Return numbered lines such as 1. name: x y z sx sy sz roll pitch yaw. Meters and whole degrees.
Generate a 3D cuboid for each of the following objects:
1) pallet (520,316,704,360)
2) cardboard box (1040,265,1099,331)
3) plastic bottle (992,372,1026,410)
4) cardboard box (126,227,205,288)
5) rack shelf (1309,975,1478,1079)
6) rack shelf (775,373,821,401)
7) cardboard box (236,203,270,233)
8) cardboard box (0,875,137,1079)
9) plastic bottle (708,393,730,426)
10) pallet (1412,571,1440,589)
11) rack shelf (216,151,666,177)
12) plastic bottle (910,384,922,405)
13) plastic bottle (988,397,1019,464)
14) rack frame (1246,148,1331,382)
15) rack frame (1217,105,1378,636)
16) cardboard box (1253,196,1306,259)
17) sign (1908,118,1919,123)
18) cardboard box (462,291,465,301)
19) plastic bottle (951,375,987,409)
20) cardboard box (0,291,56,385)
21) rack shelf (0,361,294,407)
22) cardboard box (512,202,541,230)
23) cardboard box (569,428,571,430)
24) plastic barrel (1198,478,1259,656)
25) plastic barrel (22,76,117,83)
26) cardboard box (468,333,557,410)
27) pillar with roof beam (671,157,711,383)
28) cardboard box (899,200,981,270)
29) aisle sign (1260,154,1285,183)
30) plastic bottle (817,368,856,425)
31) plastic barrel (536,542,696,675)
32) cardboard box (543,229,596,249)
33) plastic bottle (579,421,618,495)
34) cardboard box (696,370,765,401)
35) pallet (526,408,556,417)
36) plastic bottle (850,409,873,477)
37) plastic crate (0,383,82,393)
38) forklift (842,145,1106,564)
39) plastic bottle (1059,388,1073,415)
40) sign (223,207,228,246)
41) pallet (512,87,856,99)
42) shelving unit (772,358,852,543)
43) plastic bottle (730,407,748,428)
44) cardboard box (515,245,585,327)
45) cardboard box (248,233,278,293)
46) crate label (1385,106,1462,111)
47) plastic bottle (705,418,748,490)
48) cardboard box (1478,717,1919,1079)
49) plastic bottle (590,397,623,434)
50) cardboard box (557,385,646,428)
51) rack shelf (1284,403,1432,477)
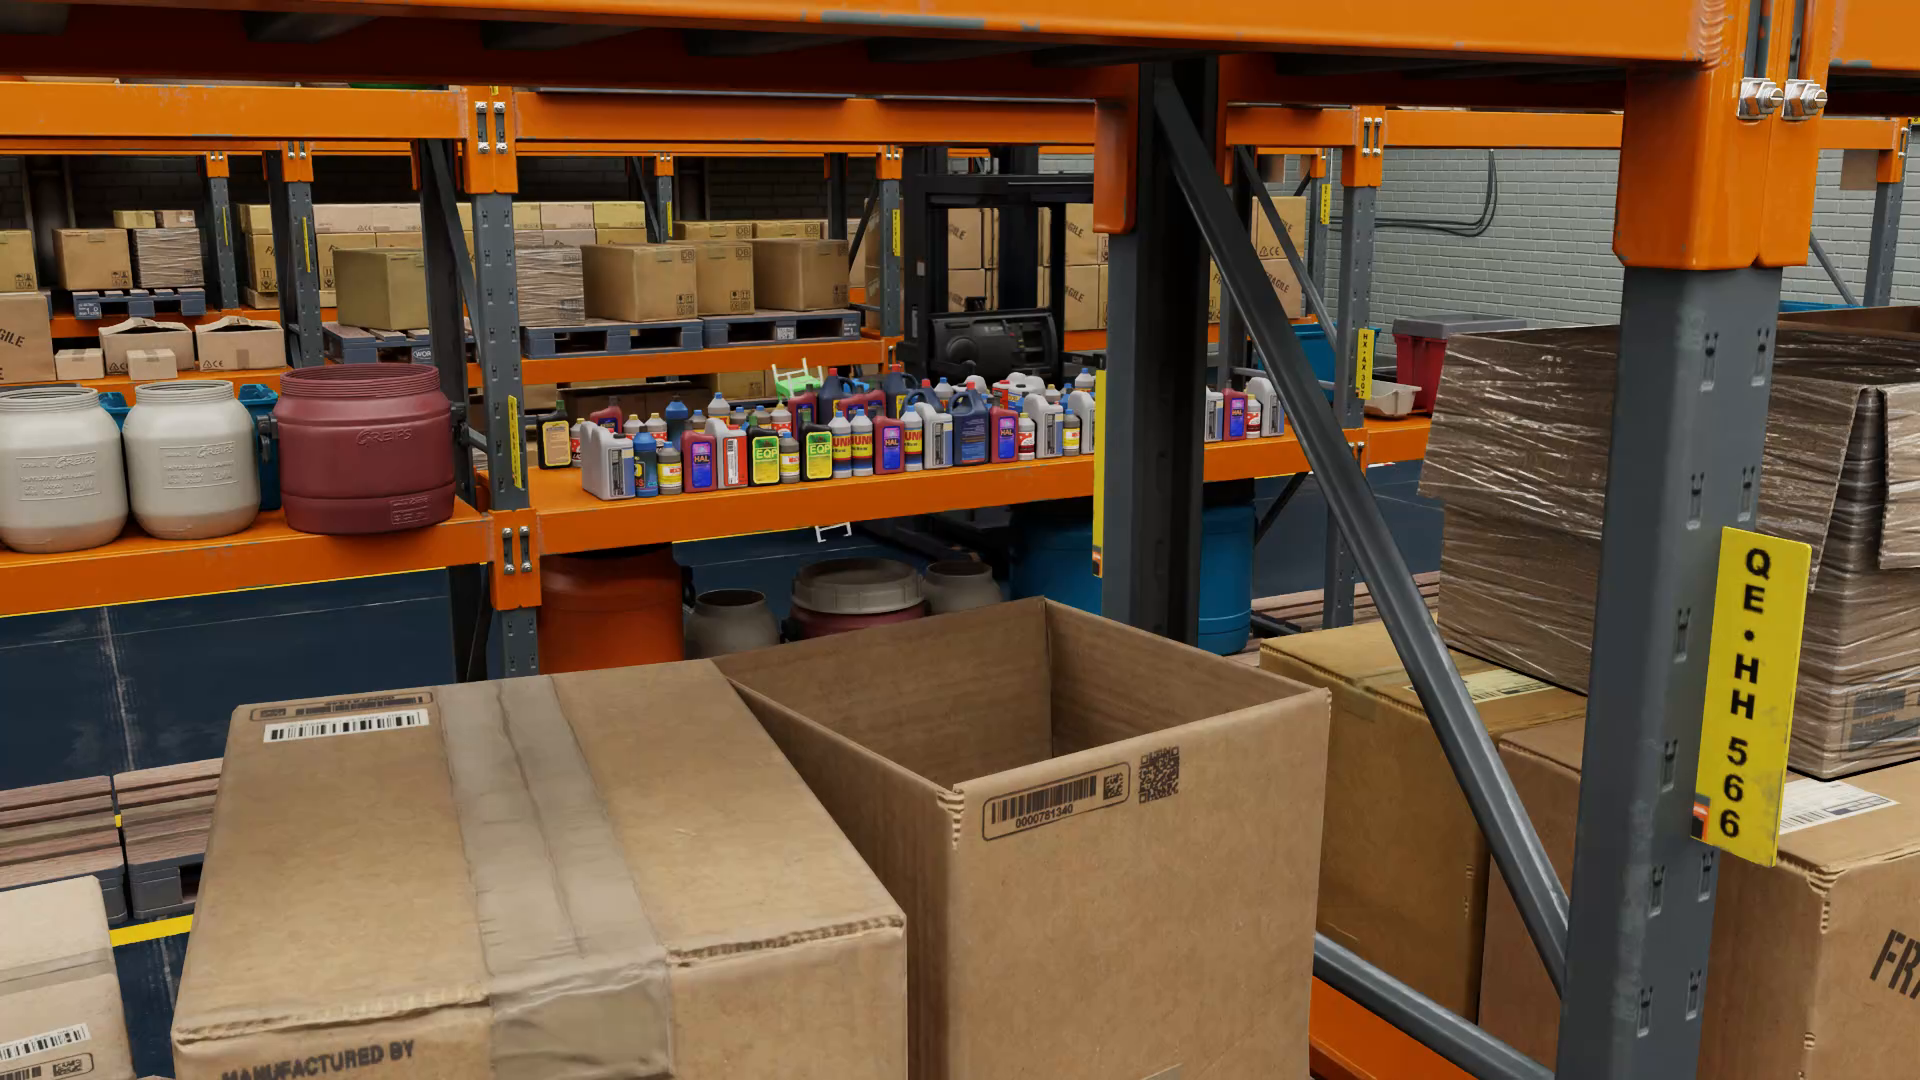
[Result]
1. pallet: -2.534 -1.445 11.634 1.213 0.211 1.003 -7 14 -28
2. cardboard box: 0.738 -1.910 13.037 0.500 0.500 0.500 -7 14 -28
3. plastic bottle: 0.241 -0.665 8.017 0.135 0.276 0.152 -7 14 -28
4. cardboard box: -7.023 -2.499 14.652 0.500 0.500 0.700 -9 15 -34
5. rack shelf: 2.260 0.717 3.229 4.000 0.370 1.077 -7 14 -28
6. rack shelf: -1.101 -1.028 11.505 0.258 0.148 0.480 -13 16 -15
7. cardboard box: -6.342 -2.954 15.245 0.500 0.250 0.500 -6 14 -26
8. cardboard box: -1.077 0.577 1.599 0.500 0.250 0.500 -7 15 -29
9. plastic bottle: -1.064 -0.514 7.353 0.097 0.271 0.097 0 13 0
10. pallet: 3.341 0.348 9.583 1.213 0.211 1.003 -7 14 -28
11. rack shelf: -4.860 -3.610 15.624 4.000 0.370 1.077 -7 14 -28
12. plastic bottle: -0.180 -0.584 7.663 0.097 0.271 0.097 0 13 0
13. plastic bottle: 0.185 -0.475 7.153 0.133 0.283 0.061 -7 14 -28
14. rack frame: 2.783 -2.174 14.439 0.127 3.000 1.000 -7 14 -28
15. rack frame: 1.642 -0.799 8.326 0.127 3.000 1.000 -7 14 -28
16. cardboard box: 2.524 -2.611 13.875 0.500 0.500 0.500 -7 14 -28
17. sign: 5.431 -2.527 9.414 0.005 0.325 0.100 -7 14 -28
18. cardboard box: -4.640 -2.354 15.764 0.250 0.149 0.380 -6 14 -26
19. plastic bottle: 0.037 -0.641 7.908 0.135 0.276 0.152 -7 14 -28
20. cardboard box: -5.704 -1.202 9.890 0.500 0.500 0.500 -8 15 -31
21. rack shelf: -5.994 -0.771 9.844 4.000 0.370 1.077 -7 14 -28
22. cardboard box: -4.293 -3.073 15.775 0.500 0.250 0.500 -7 14 -27
23. cardboard box: -2.618 -0.582 12.056 0.500 0.500 0.500 -7 15 -30
24. plastic barrel: 1.157 0.074 8.270 0.708 0.901 0.600 -7 14 -28
25. plastic barrel: -2.873 -1.595 5.348 0.301 0.262 0.301 0 13 0
26. cardboard box: -4.392 -1.676 16.166 0.750 0.750 0.750 -6 14 -26
27. pillar with roof beam: -0.842 -5.045 13.532 0.400 9.000 9.100 -7 14 -28
28. cardboard box: -0.179 -2.286 12.428 0.500 0.500 0.500 -6 14 -26
29. aisle sign: 2.702 -3.506 14.437 0.004 0.787 0.394 -7 14 -28
30. plastic bottle: -0.555 -0.607 7.589 0.185 0.351 0.144 -7 14 -28
31. plastic barrel: -1.447 0.421 6.891 0.708 0.830 0.600 -7 14 -28
32. cardboard box: -3.832 -2.759 16.085 0.500 0.500 0.500 -7 14 -27
33. plastic bottle: -1.407 -0.330 6.525 0.135 0.276 0.152 -7 14 -28
34. cardboard box: -2.399 -1.752 17.300 0.500 0.500 0.700 -7 14 -27
35. pallet: -3.746 -1.252 16.690 1.213 0.211 1.003 -7 14 -28
36. plastic bottle: -0.408 -0.402 6.858 0.097 0.271 0.097 0 13 0
37. plastic crate: -3.434 -0.298 5.956 0.583 0.464 0.402 -7 14 -28
38. forklift: 0.347 -1.305 10.733 1.130 2.935 3.031 -8 15 -31
39. plastic bottle: 0.494 -0.549 7.508 0.097 0.271 0.097 0 13 0
40. sign: -6.347 -2.710 14.361 0.005 0.325 0.100 -7 14 -28
41. pallet: -1.150 -1.811 6.421 1.213 0.211 1.003 -7 14 -28
42. shelving unit: -1.036 -0.632 11.615 0.258 1.200 0.503 -13 16 -15
43. plastic bottle: -0.978 -0.490 7.406 0.097 0.201 0.097 0 13 0
44. cardboard box: -2.846 -1.734 11.297 0.500 0.500 0.700 -4 13 -17
45. cardboard box: -6.067 -2.492 14.902 0.500 0.500 0.500 -6 14 -26
46. crate label: 2.210 -2.129 8.007 0.466 0.136 0.293 -7 14 -28
47. plastic bottle: -0.928 -0.349 6.611 0.135 0.276 0.152 -7 14 -28
48. cardboard box: 1.062 0.529 2.198 0.500 0.500 0.500 -6 14 -26
49. plastic bottle: -1.515 -0.470 7.131 0.133 0.283 0.061 -7 14 -28
50. cardboard box: -2.587 -0.953 11.993 0.500 0.250 0.500 -7 15 -29
51. rack shelf: 3.398 -0.658 9.340 4.000 0.370 1.077 -7 14 -28
